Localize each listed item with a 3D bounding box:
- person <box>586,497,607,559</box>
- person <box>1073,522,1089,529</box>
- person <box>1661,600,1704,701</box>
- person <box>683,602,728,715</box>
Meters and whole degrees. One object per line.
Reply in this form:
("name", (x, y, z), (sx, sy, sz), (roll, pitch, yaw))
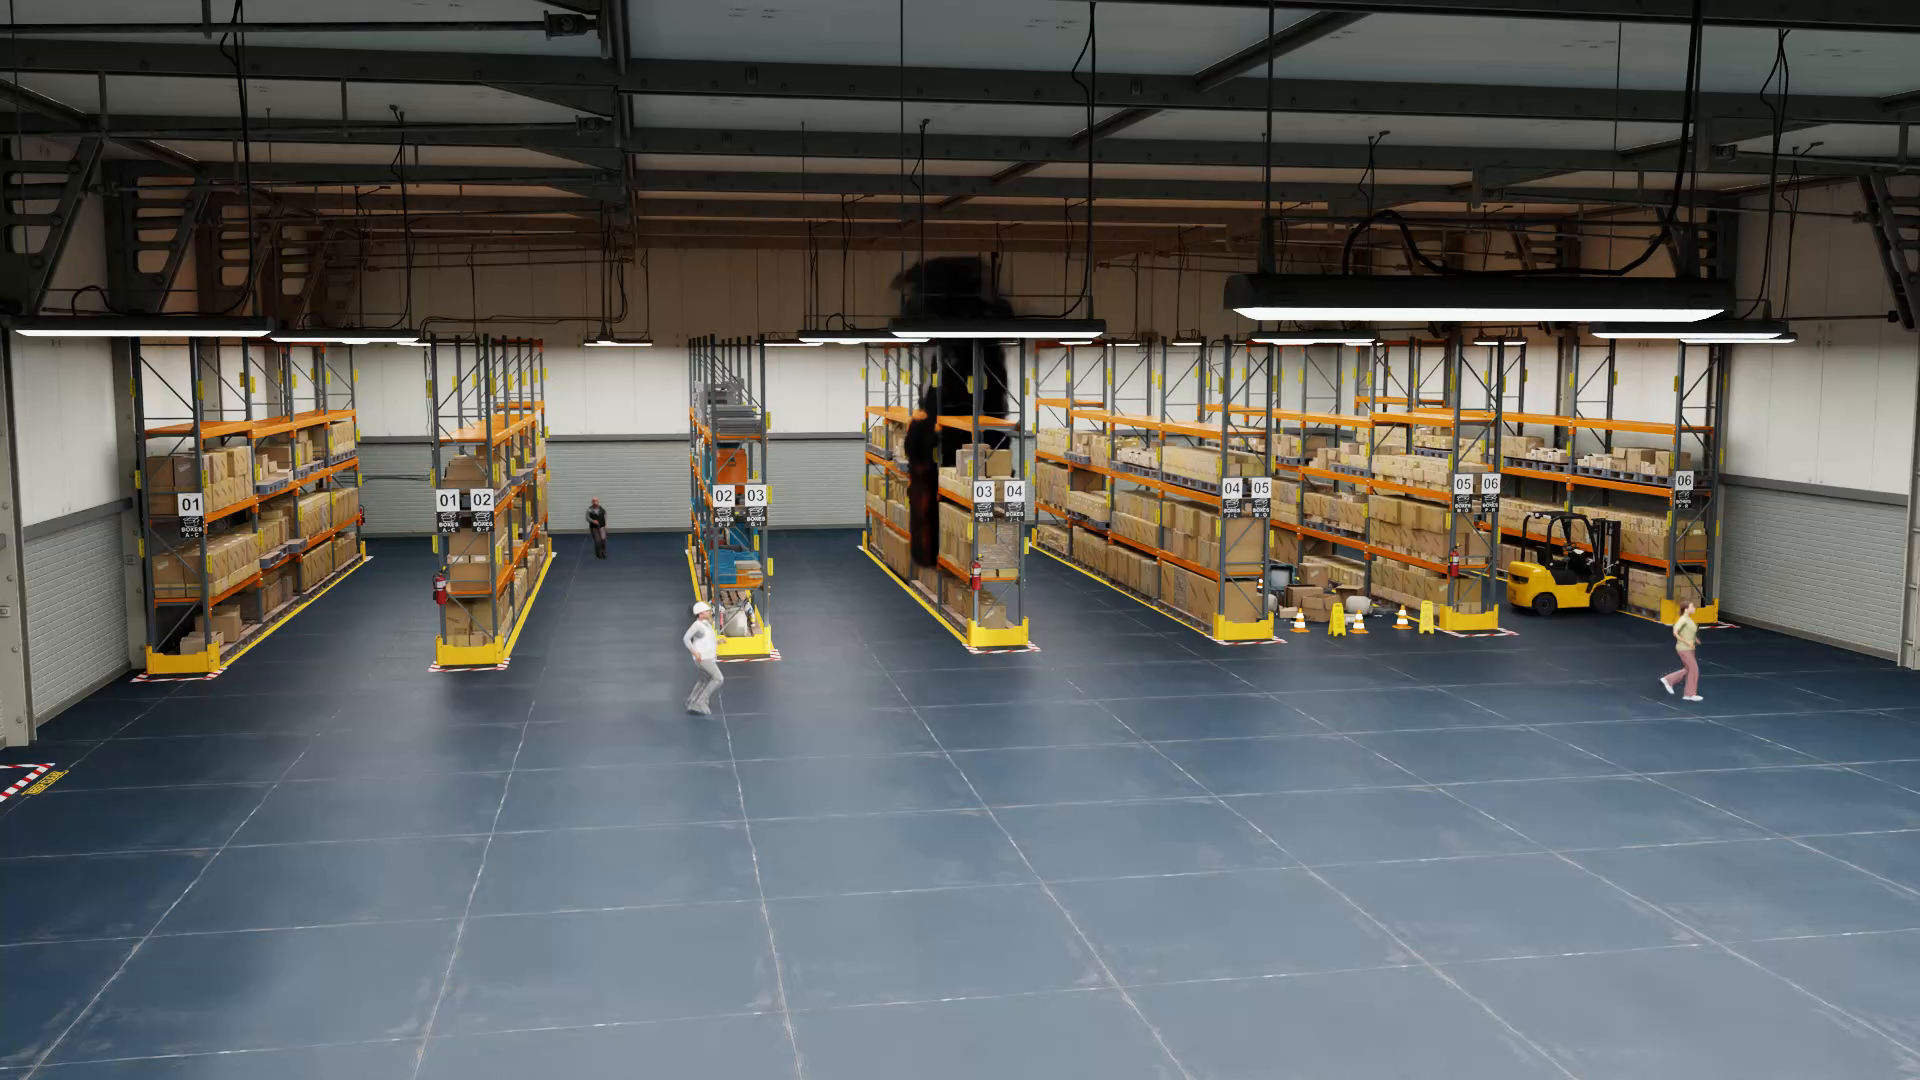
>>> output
("person", (-9.915, -0.326, 45.433), (0.606, 1.686, 0.676), (-3, 7, -22))
("person", (3.632, -0.840, 50.163), (0.688, 1.671, 0.705), (-1, 7, -7))
("person", (11.850, 1.794, 27.226), (0.676, 1.639, 0.605), (5, 8, 35))
("person", (-3.990, 1.861, 26.110), (0.693, 1.771, 0.629), (0, 7, 3))
